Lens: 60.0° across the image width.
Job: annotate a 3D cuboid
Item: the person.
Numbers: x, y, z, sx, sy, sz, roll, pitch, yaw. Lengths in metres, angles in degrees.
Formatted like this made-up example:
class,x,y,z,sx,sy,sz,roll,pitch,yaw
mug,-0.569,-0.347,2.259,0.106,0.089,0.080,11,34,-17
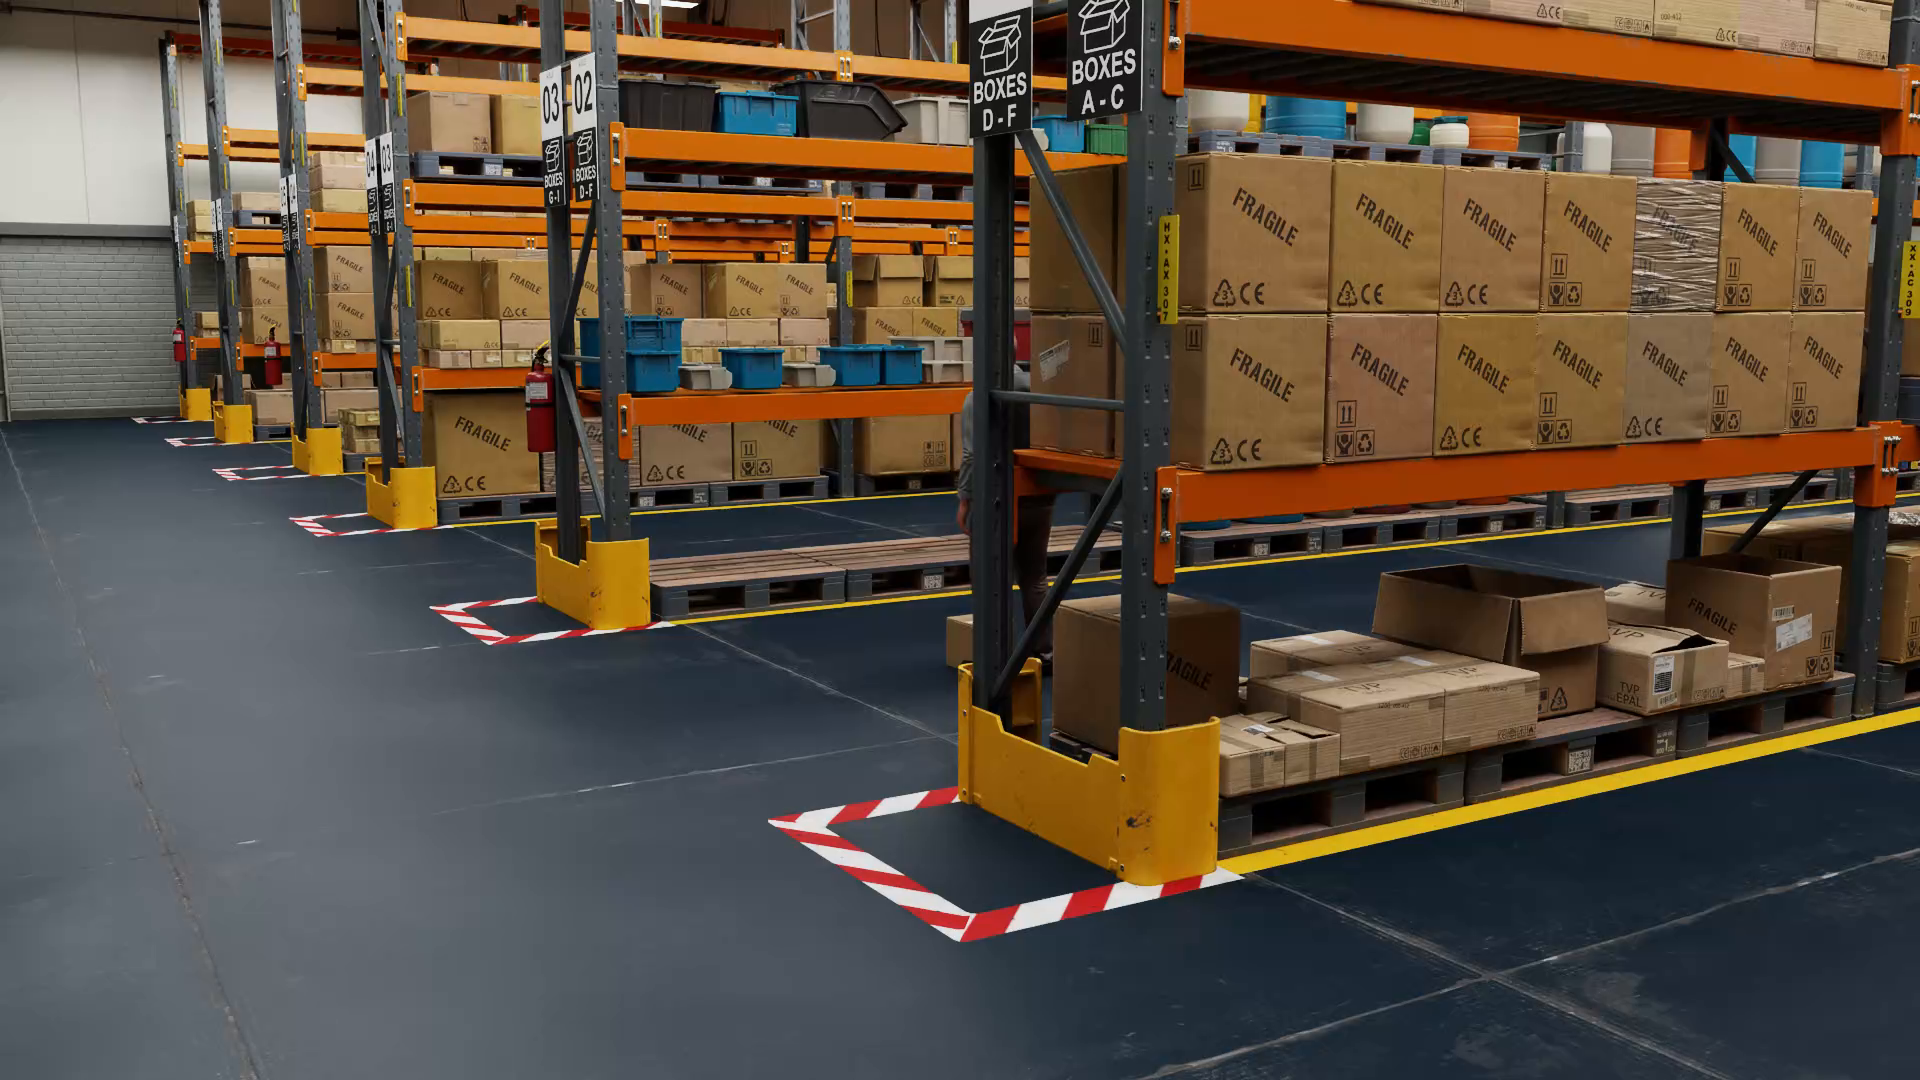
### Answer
class,x,y,z,sx,sy,sz,roll,pitch,yaw
person,0.233,-0.174,8.133,0.594,1.721,0.471,-6,10,-34
